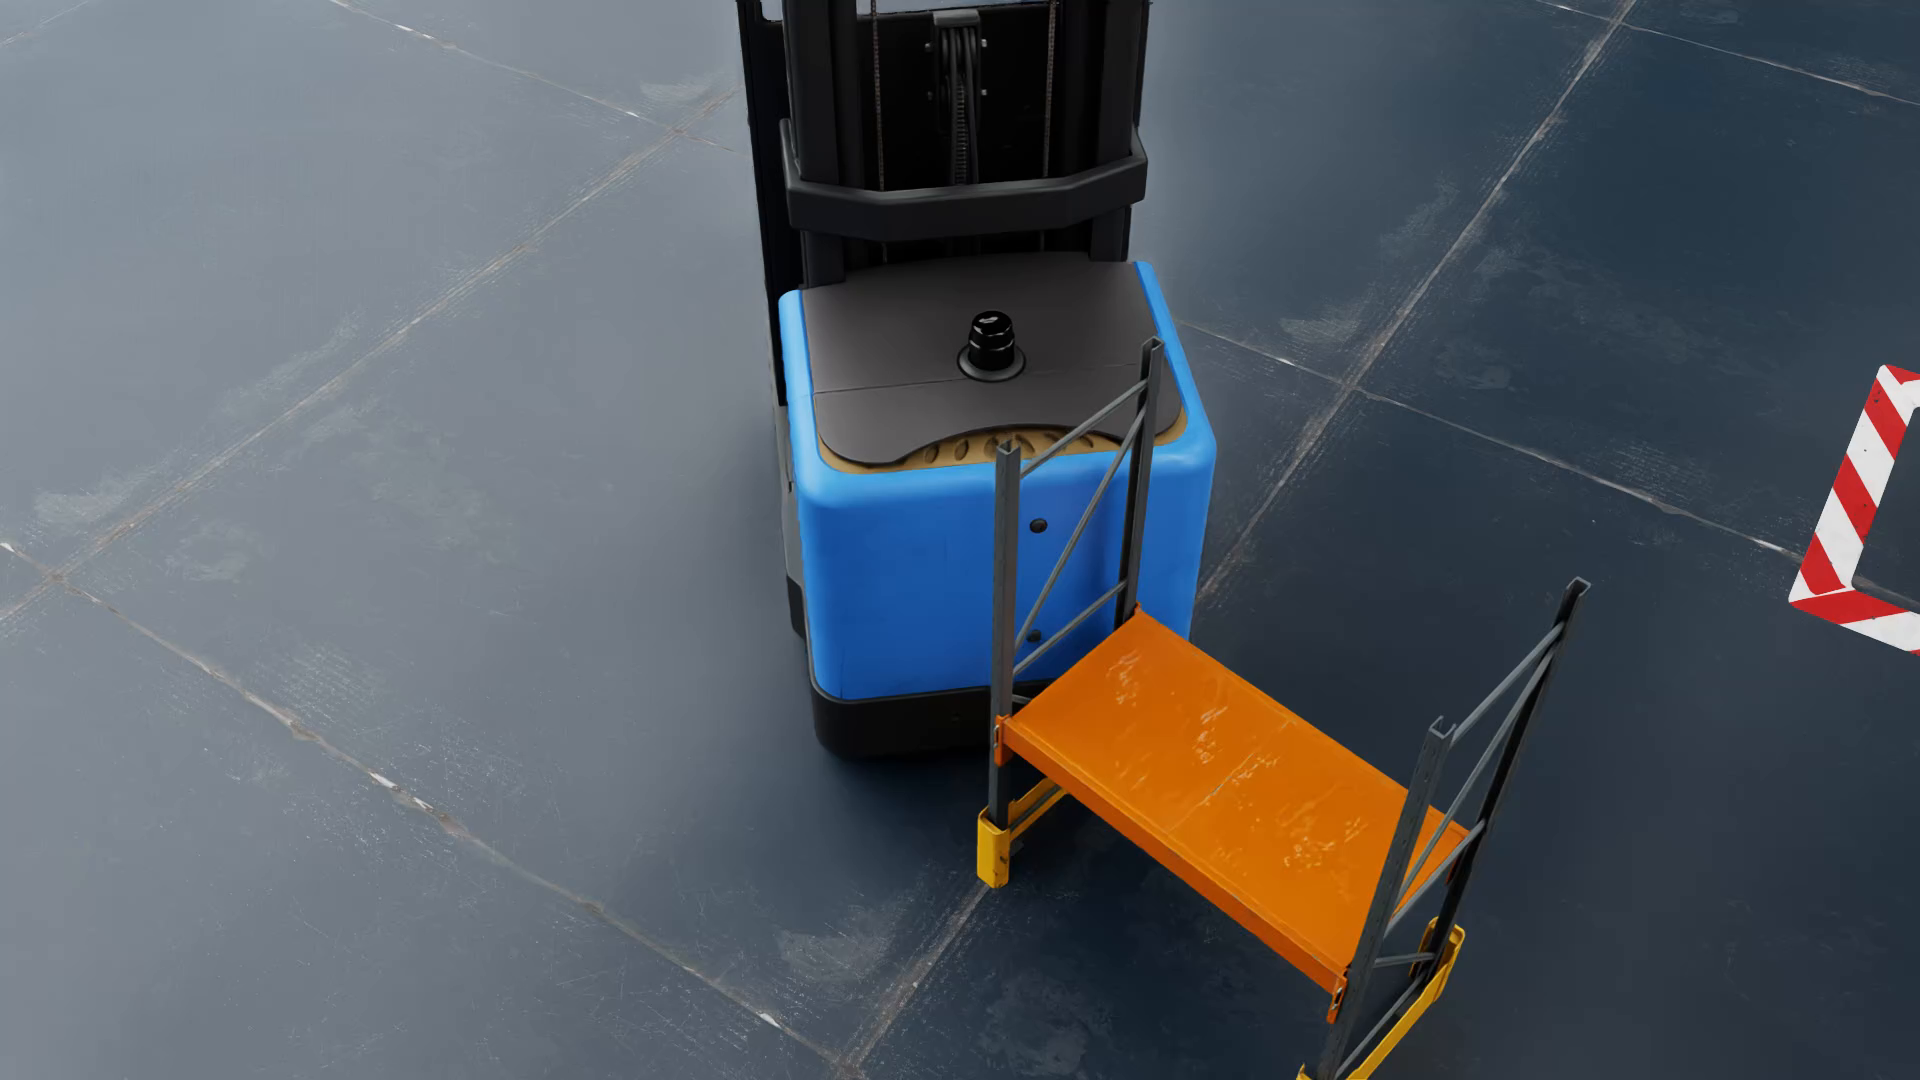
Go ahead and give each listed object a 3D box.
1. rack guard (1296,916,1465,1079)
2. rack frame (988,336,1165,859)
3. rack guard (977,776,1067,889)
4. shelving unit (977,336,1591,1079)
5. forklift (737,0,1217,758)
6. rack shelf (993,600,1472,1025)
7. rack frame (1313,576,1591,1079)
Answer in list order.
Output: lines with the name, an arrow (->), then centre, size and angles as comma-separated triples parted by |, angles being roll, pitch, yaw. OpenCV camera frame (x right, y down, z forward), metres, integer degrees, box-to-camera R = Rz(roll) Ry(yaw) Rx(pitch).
rack guard -> 0.984, 1.160, 3.948 | 0.087, 0.250, 0.587 | 35, 55, 29
rack frame -> 0.257, 0.217, 3.993 | 0.032, 1.500, 0.500 | 35, 55, 29
rack guard -> 0.271, 0.662, 4.432 | 0.087, 0.250, 0.587 | 35, 55, 29
shelving unit -> 0.627, 0.476, 3.742 | 1.083, 1.500, 0.587 | 35, 55, 29
forklift -> -0.076, -1.489, 4.653 | 1.130, 2.935, 3.031 | -6, 46, -6
rack shelf -> 0.621, 0.597, 3.875 | 1.000, 0.185, 0.538 | 35, 55, 29
rack frame -> 0.985, 0.726, 3.499 | 0.032, 1.500, 0.500 | 35, 55, 29
